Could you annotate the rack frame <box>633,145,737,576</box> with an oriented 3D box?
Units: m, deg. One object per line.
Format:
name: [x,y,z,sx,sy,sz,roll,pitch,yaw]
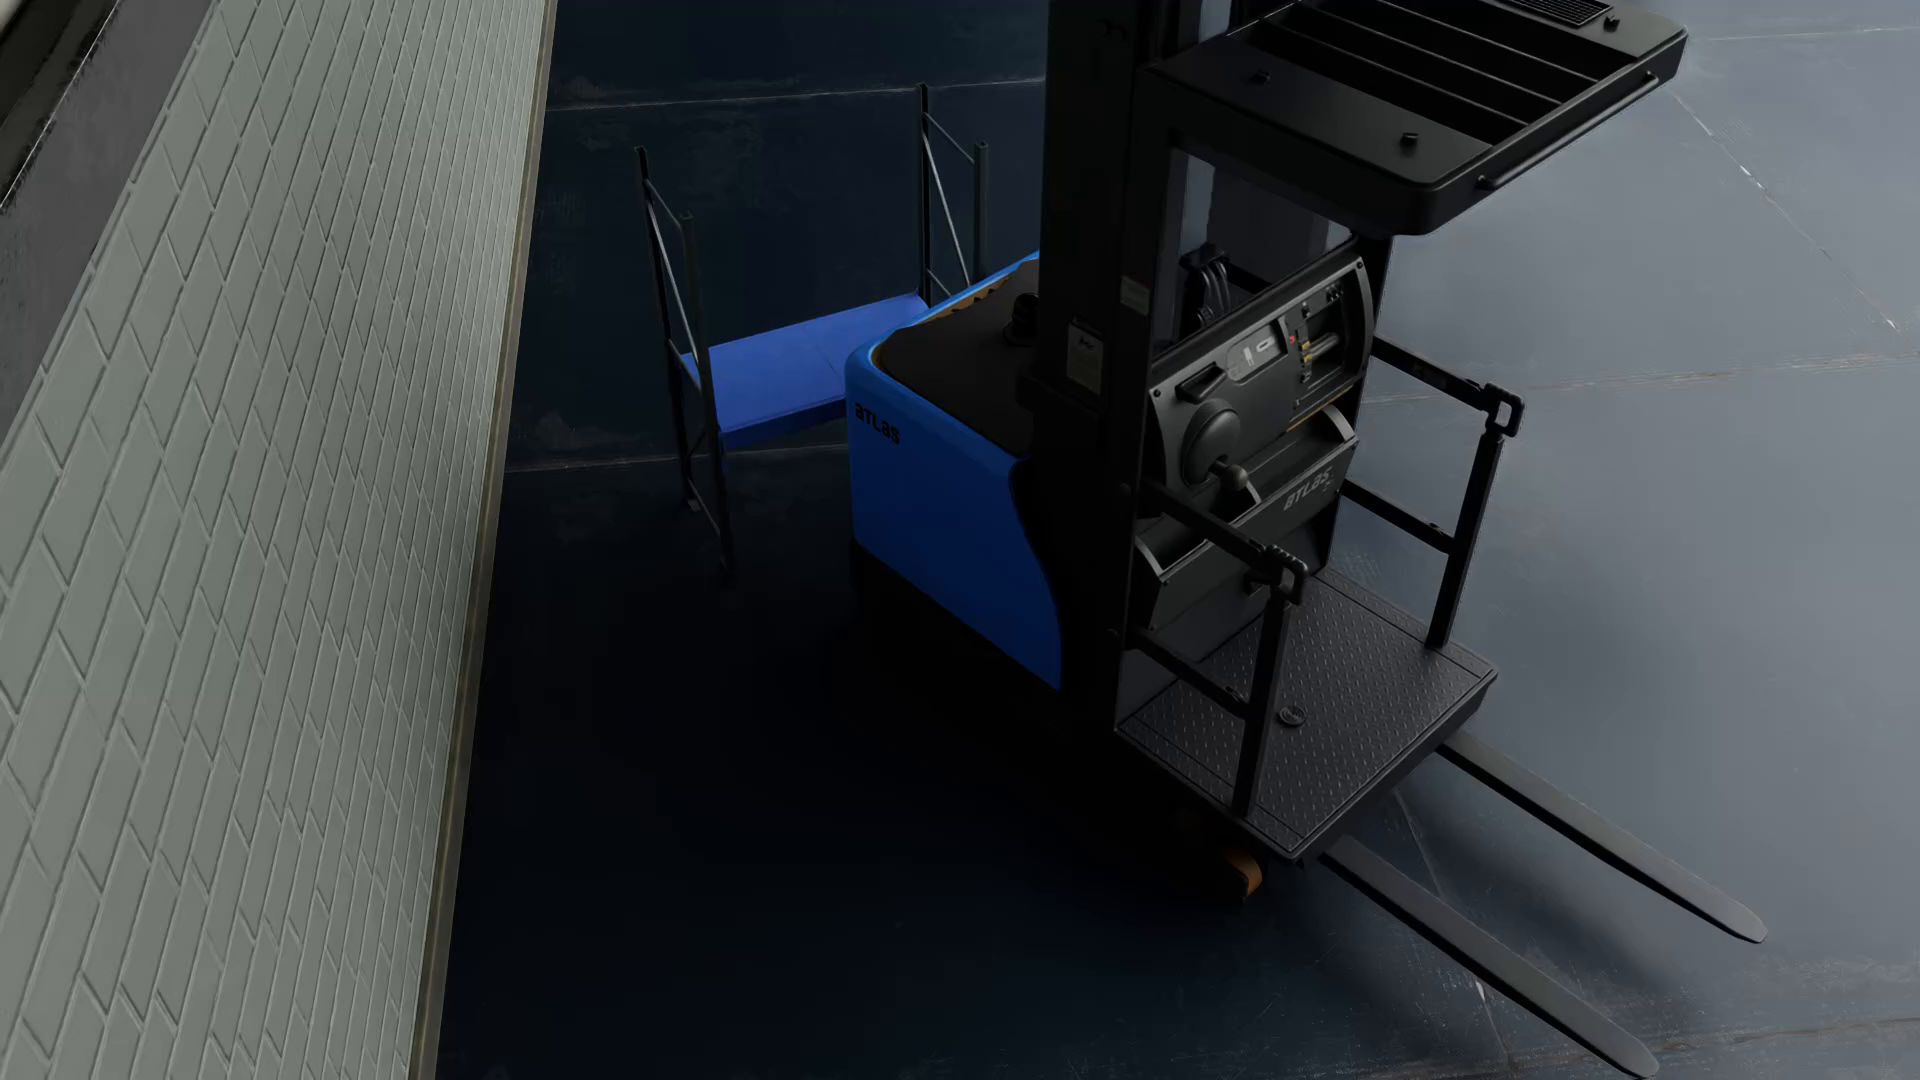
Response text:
rack frame: [-0.945,-0.580,5.773,0.032,1.500,0.500,-18,45,-19]

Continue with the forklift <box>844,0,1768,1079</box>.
forklift: [0.995,-0.394,4.499,1.130,2.935,3.031,-33,51,-31]

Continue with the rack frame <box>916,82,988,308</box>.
rack frame: [-0.031,-0.879,6.104,0.032,1.500,0.500,-18,45,-19]

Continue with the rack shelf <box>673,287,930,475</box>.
rack shelf: [-0.488,-0.596,6.059,1.000,0.185,0.538,-18,45,-19]

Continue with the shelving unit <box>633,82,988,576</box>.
shelving unit: [-0.488,-0.729,5.939,1.048,1.500,0.538,-18,45,-19]
